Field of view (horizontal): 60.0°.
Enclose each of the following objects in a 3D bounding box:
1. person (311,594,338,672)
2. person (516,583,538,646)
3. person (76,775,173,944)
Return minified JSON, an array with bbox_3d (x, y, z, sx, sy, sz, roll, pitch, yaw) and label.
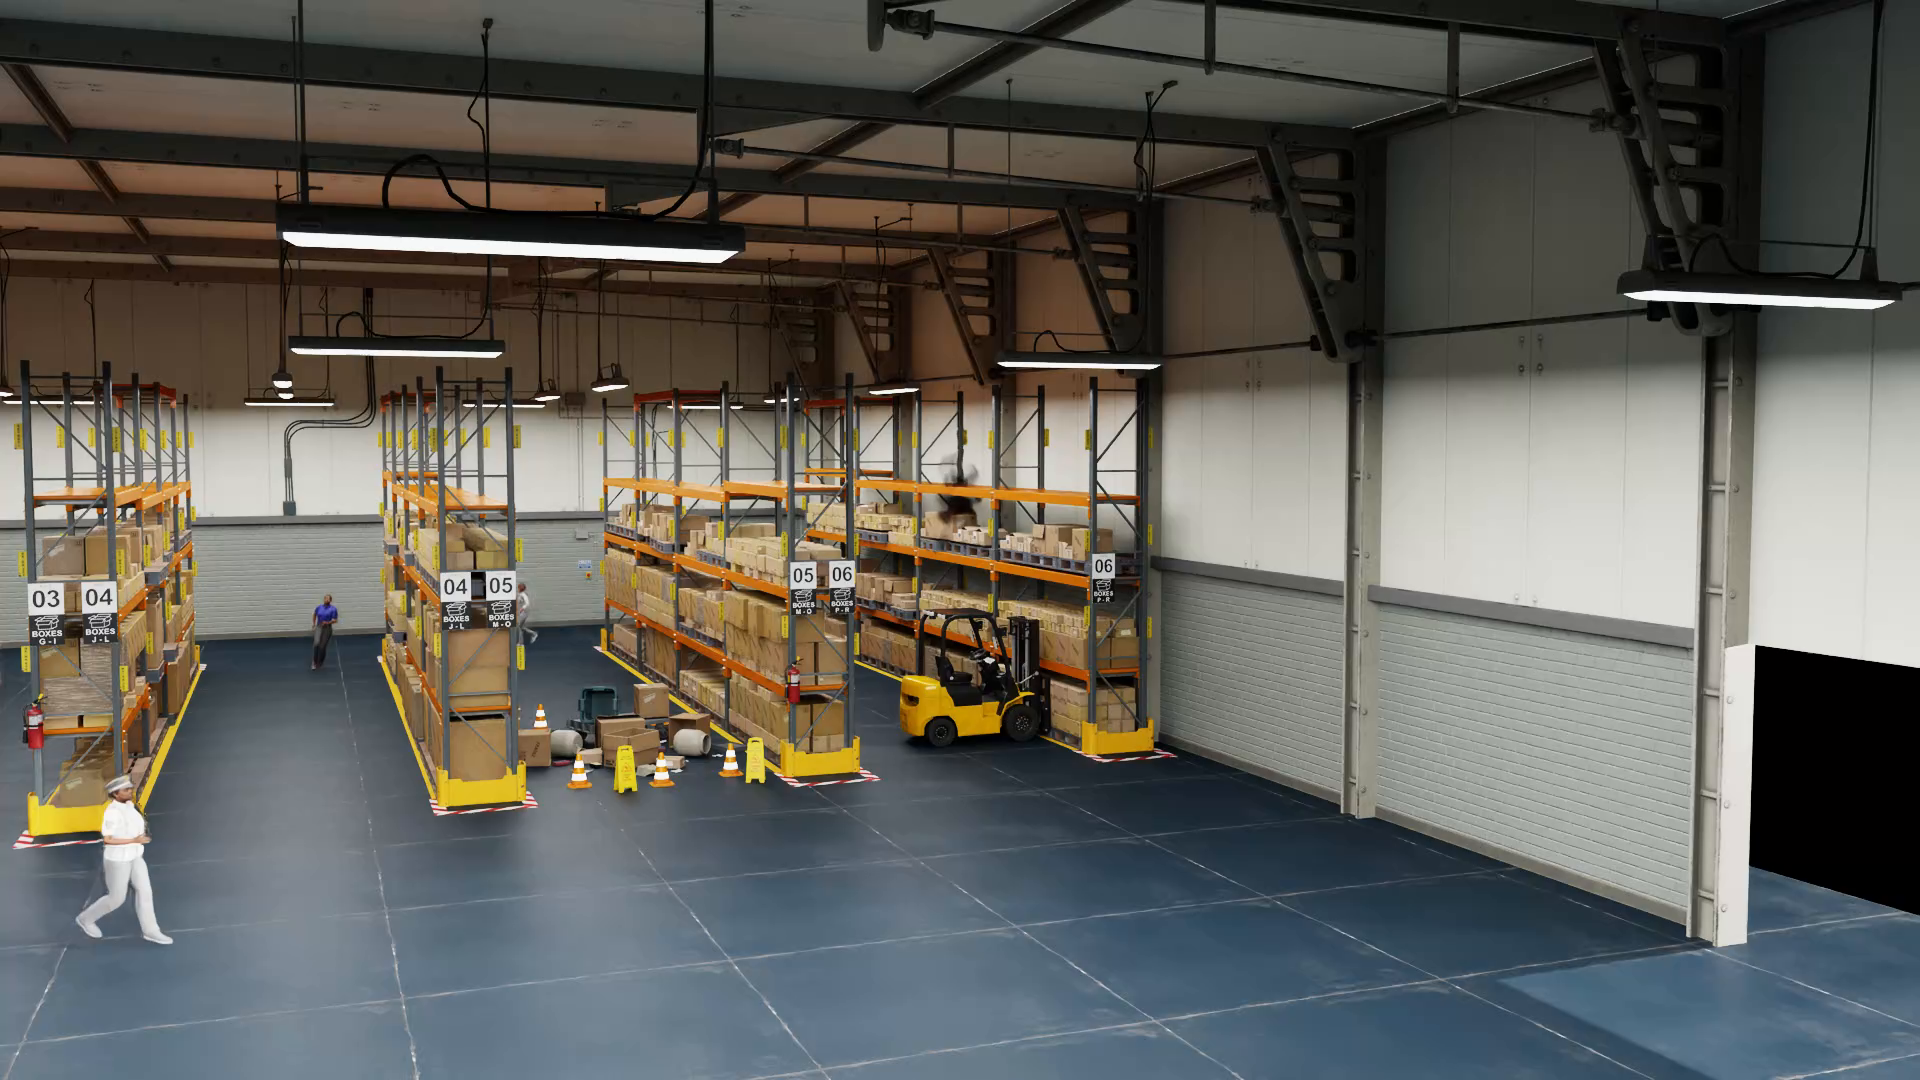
[{"bbox_3d":[-13.862,2.003,36.266,0.573,1.641,0.699,-1,4,-13],"label":"person"},{"bbox_3d":[-10.498,1.816,40.087,0.585,1.585,0.565,-2,4,-24],"label":"person"},{"bbox_3d":[-8.257,3.152,16.397,0.923,1.699,0.579,0,3,4],"label":"person"}]
